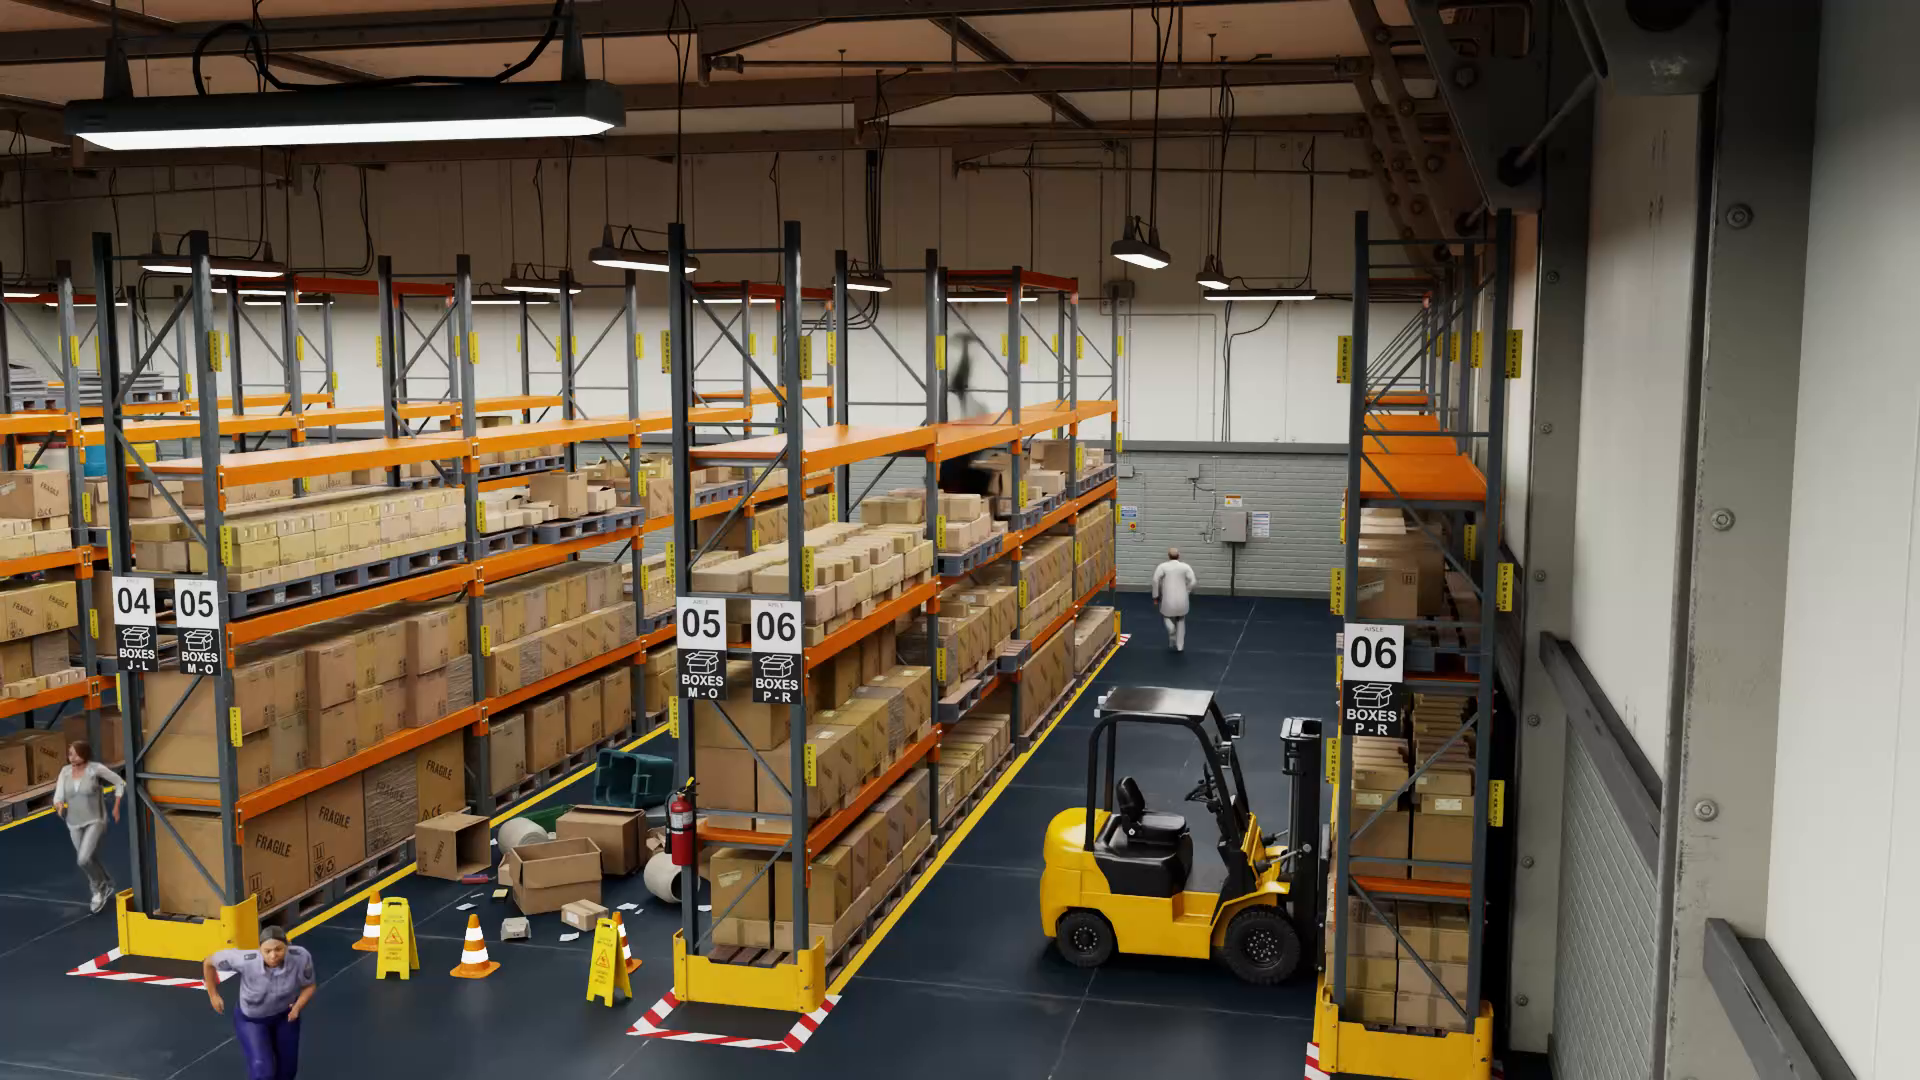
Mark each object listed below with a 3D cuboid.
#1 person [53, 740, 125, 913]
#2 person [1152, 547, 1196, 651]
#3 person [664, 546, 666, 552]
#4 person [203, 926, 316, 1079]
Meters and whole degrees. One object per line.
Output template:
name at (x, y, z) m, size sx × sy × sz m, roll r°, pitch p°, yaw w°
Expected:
person at (-7.830, 2.563, 14.911) m, size 0.504 × 1.585 × 0.732 m, roll 0°, pitch 7°, yaw 2°
person at (3.523, 0.973, 27.486) m, size 0.743 × 1.696 × 0.549 m, roll 0°, pitch 7°, yaw 1°
person at (-4.885, 0.901, 28.086) m, size 0.674 × 1.701 × 0.827 m, roll 2°, pitch 7°, yaw 19°
person at (-4.489, 3.144, 10.706) m, size 0.636 × 1.469 × 0.856 m, roll -5°, pitch 8°, yaw -33°
